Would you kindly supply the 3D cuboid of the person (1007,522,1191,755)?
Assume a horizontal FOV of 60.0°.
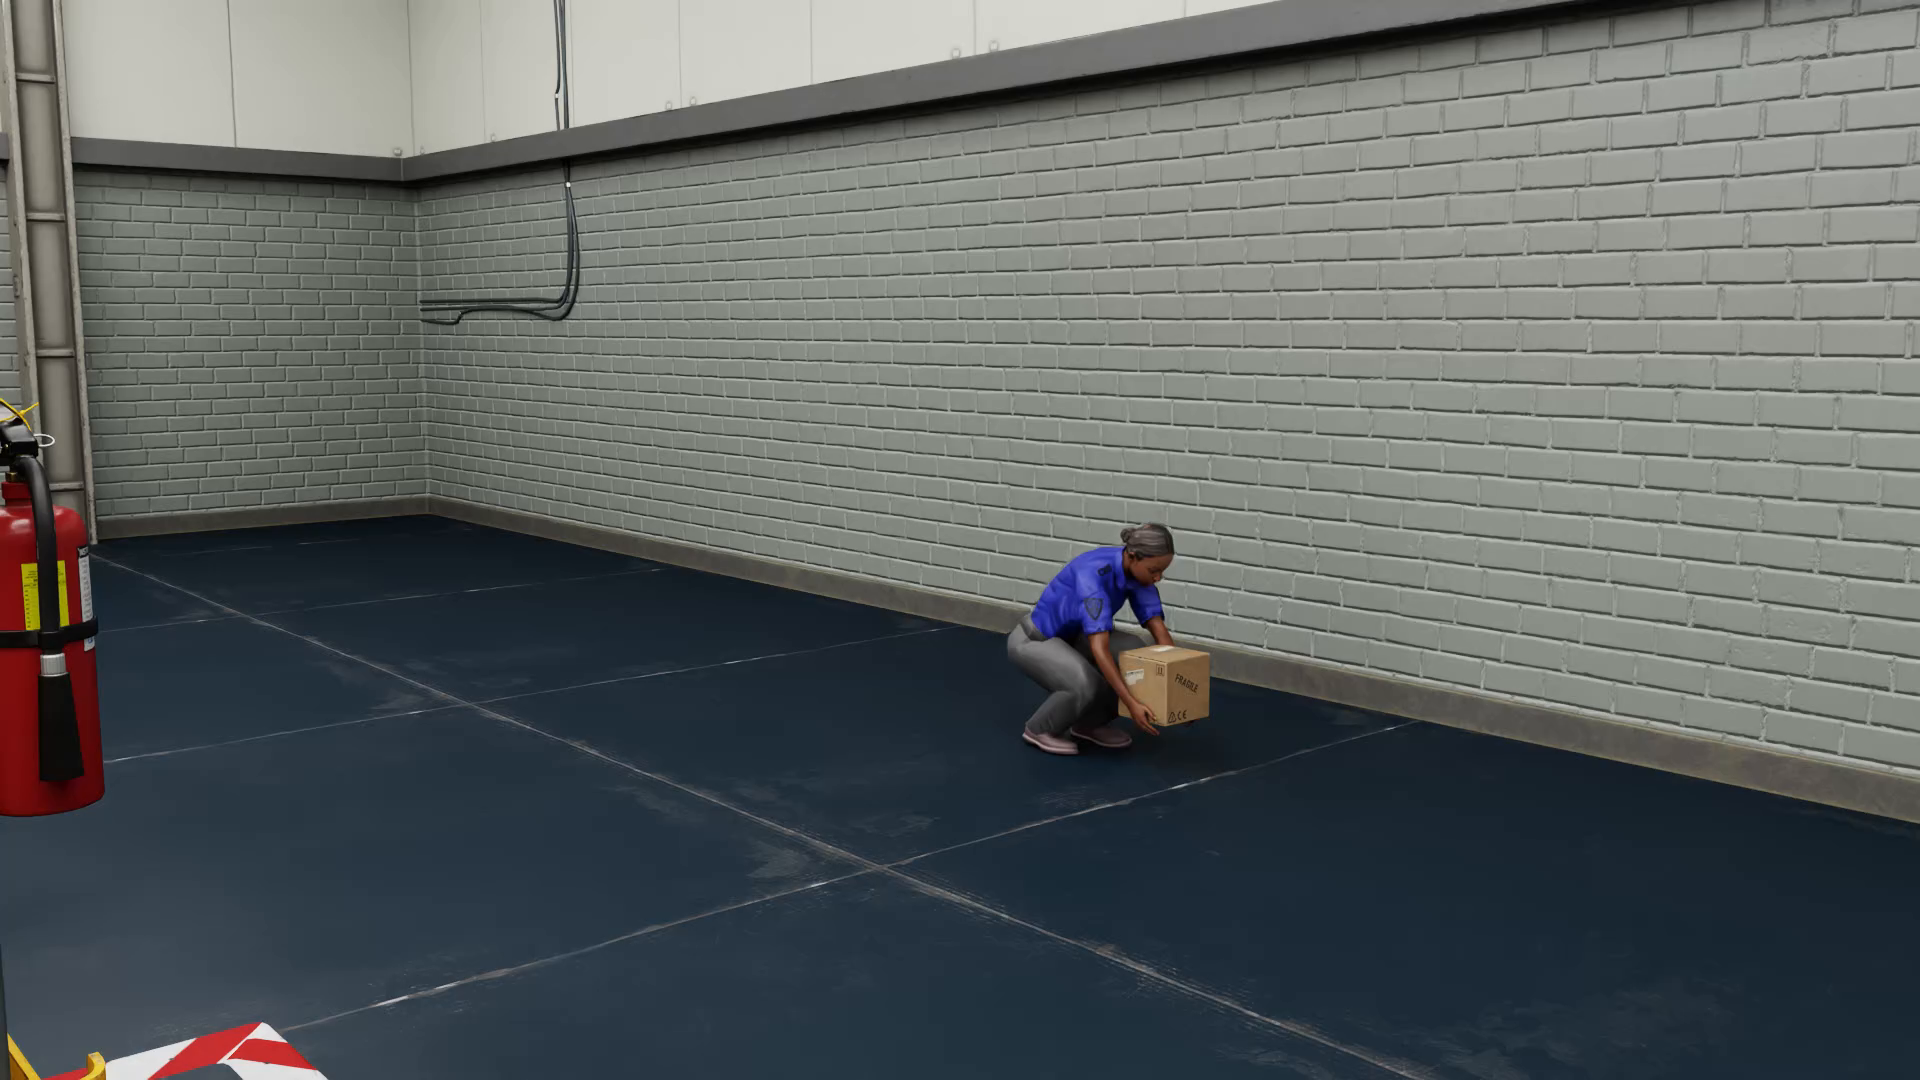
[{"bbox_3d":[0.569,0.389,6.641,0.466,0.949,0.833,-7,10,-42],"label":"person"}]
